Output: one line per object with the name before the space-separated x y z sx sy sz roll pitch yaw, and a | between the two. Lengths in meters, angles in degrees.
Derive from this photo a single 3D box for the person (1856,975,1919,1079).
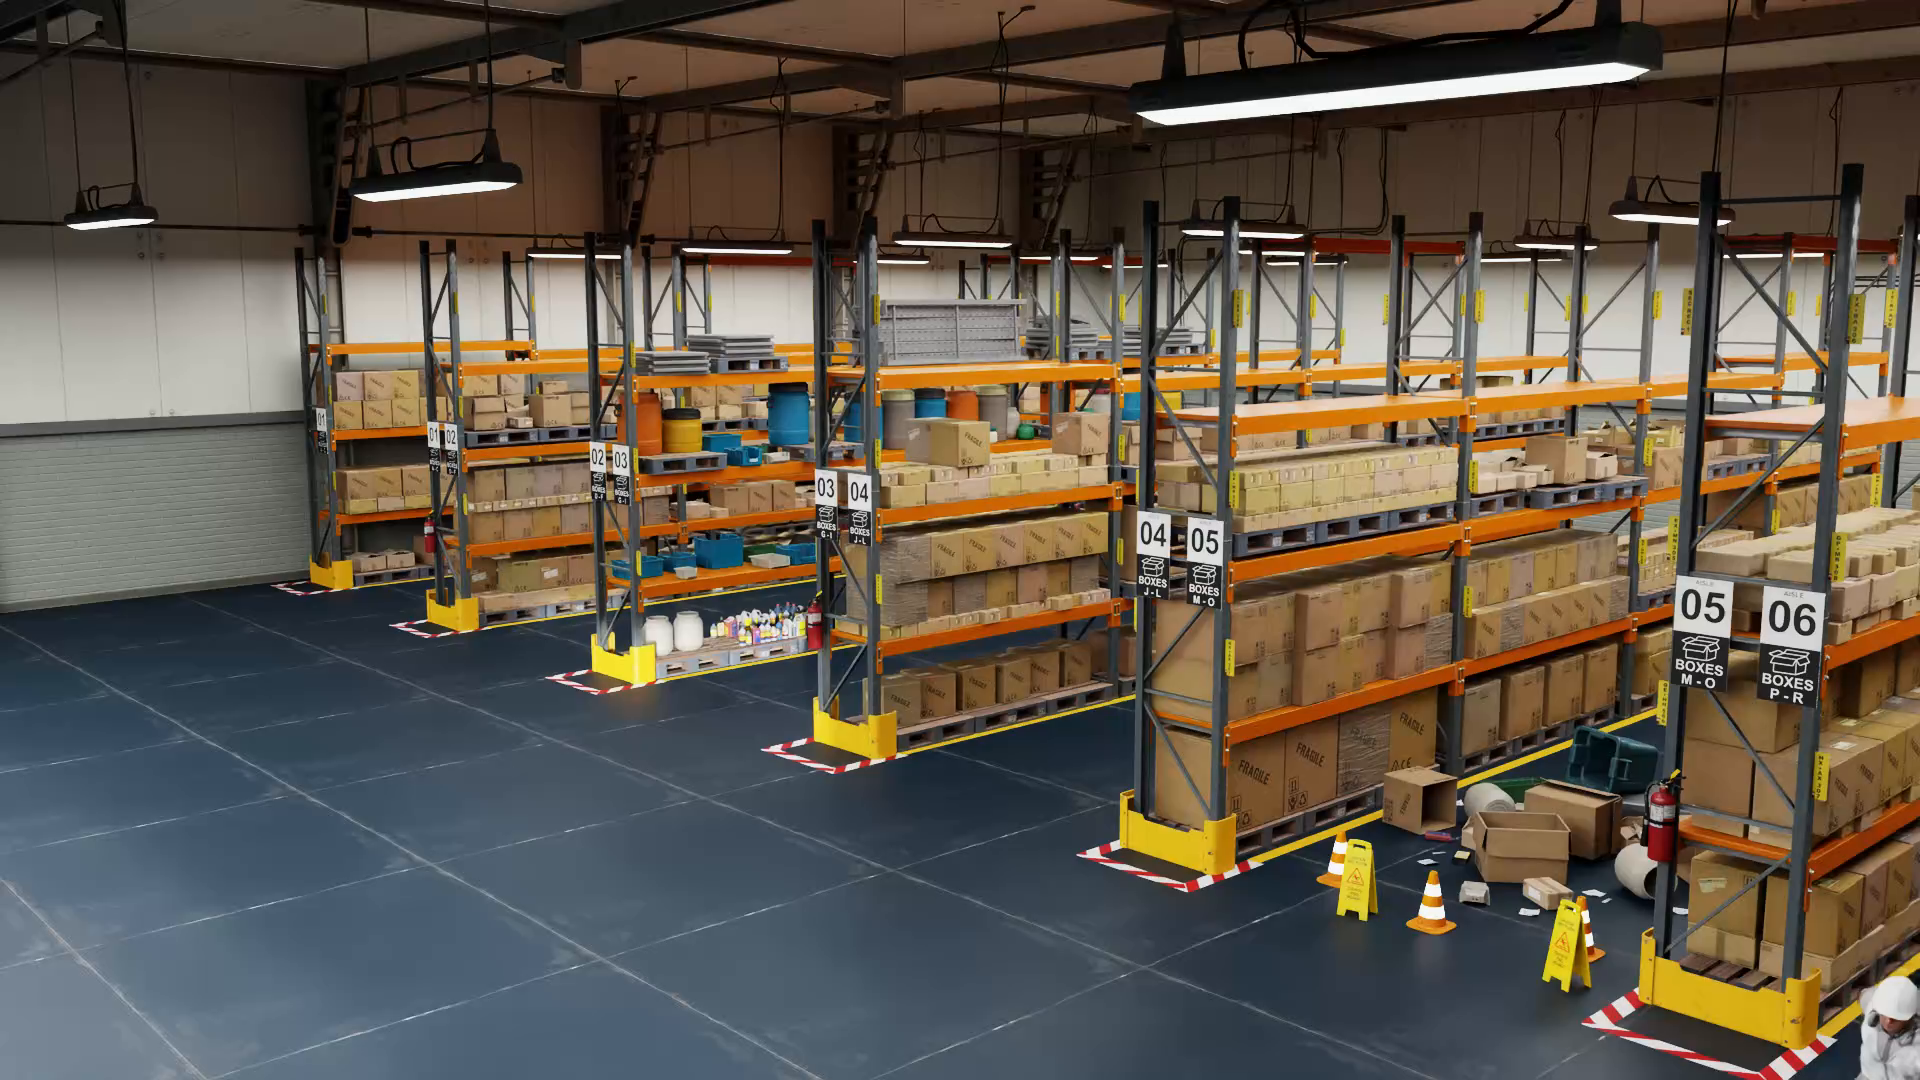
person | 5.213 3.063 9.236 1.007 1.530 0.628 -7 11 -40

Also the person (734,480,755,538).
person | -4.269 -0.417 32.955 0.517 1.560 0.659 7 11 39
